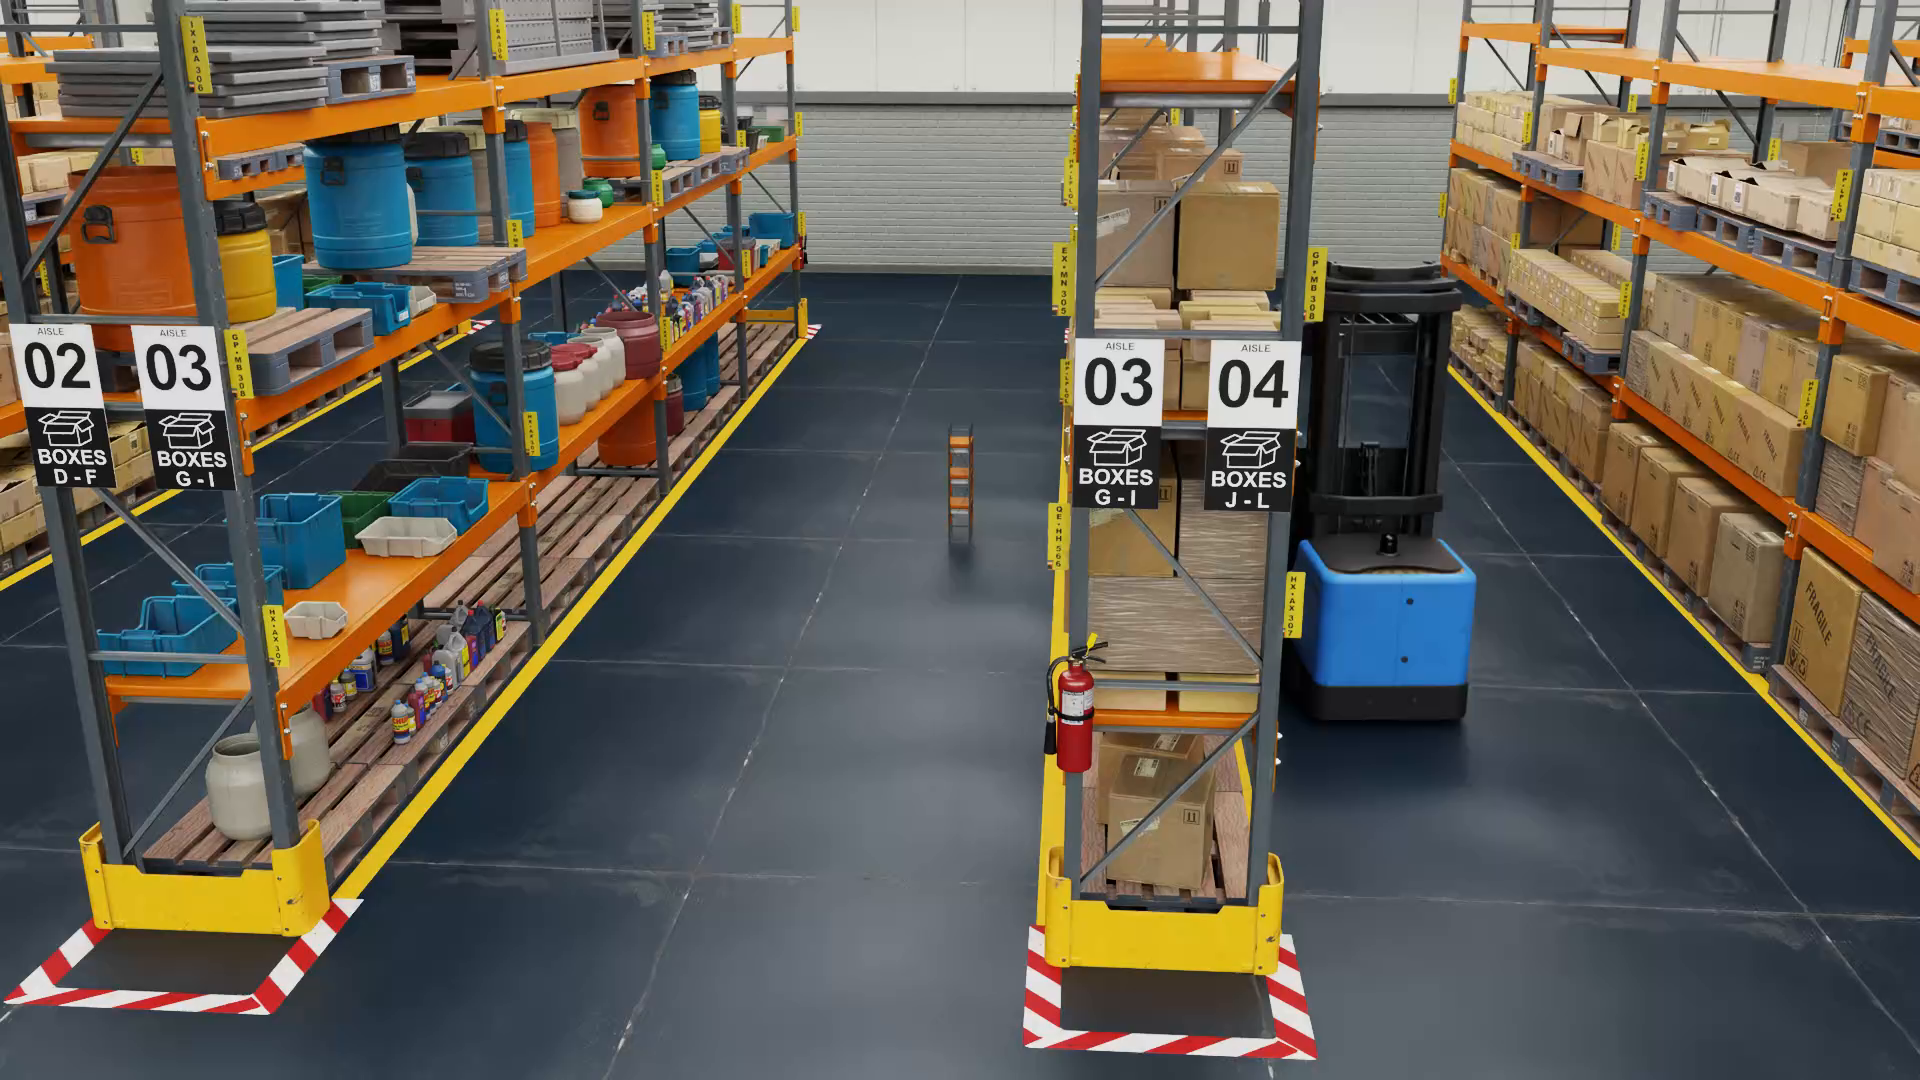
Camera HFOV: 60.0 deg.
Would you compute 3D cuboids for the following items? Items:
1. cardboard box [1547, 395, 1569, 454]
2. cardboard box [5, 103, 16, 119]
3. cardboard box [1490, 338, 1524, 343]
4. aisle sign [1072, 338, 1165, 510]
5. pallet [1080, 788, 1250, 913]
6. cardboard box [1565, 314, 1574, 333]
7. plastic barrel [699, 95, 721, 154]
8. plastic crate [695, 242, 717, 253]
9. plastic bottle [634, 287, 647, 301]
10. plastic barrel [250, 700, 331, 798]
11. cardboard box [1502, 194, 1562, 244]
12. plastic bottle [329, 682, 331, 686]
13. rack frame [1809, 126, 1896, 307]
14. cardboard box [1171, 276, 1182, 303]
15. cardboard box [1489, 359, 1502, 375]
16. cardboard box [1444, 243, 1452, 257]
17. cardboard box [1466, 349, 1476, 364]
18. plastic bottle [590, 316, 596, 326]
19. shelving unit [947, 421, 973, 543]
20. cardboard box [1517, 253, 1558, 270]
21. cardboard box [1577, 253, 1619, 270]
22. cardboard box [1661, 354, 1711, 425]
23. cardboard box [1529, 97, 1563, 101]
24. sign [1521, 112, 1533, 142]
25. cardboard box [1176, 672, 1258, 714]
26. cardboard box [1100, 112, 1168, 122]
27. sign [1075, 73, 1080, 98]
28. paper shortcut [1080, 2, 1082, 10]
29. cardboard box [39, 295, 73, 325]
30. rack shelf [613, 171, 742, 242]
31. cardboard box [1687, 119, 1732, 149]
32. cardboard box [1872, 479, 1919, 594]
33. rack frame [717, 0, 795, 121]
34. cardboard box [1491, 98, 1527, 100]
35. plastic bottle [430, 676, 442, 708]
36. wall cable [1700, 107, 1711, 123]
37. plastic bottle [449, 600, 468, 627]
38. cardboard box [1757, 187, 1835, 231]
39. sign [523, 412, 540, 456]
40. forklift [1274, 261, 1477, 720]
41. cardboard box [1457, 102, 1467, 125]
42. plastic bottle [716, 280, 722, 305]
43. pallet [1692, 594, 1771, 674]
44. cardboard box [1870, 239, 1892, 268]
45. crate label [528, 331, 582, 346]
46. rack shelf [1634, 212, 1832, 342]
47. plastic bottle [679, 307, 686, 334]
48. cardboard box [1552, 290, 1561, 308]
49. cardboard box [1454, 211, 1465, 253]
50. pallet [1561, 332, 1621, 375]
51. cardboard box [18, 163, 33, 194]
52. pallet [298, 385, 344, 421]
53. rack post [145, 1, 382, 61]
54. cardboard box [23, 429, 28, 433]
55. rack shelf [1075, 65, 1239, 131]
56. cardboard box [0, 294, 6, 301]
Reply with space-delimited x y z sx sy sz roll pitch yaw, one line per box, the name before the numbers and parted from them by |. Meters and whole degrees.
cardboard box | 6.378 -1.186 17.066 0.500 0.500 0.500 0 18 1
cardboard box | -12.554 -5.482 21.425 0.500 0.250 0.500 1 18 2
cardboard box | 6.667 -2.361 20.261 0.380 0.149 0.250 2 18 6
aisle sign | 0.712 -0.519 7.514 0.394 0.787 0.004 1 18 4
pallet | 1.114 1.754 9.231 1.003 0.211 1.213 1 18 4
cardboard box | 6.165 -2.117 16.294 0.380 0.149 0.250 1 18 3
plastic barrel | -2.928 -4.560 18.228 0.600 0.588 0.600 0 18 0
plastic crate | -3.240 -3.753 21.733 0.416 0.233 0.300 1 18 4
plastic bottle | -3.544 -2.652 18.398 0.152 0.276 0.135 1 18 4
plastic barrel | -3.918 1.214 9.721 0.421 0.512 0.421 0 18 0
cardboard box | 6.579 -3.697 19.144 0.500 0.500 0.500 1 18 2
plastic bottle | -4.175 0.978 10.790 0.152 0.276 0.135 1 18 2
rack frame | 12.047 -4.044 22.448 1.000 3.000 0.127 1 18 4
cardboard box | 1.364 -1.402 9.167 0.380 0.149 0.250 1 18 3
cardboard box | 6.528 -2.056 19.807 0.380 0.149 0.250 0 18 1
cardboard box | 6.752 -3.911 22.444 0.380 0.149 0.250 1 18 3
cardboard box | 6.648 -2.332 21.126 0.380 0.149 0.250 1 18 4
plastic bottle | -3.691 -2.133 16.821 0.097 0.271 0.097 0 18 0
shelving unit | 0.004 -0.516 14.810 0.215 1.050 0.252 1 18 4
cardboard box | 6.315 -3.045 18.172 0.380 0.149 0.250 2 18 5
cardboard box | 6.963 -3.031 18.130 0.380 0.149 0.250 1 18 2
cardboard box | 6.157 -1.238 13.724 0.500 0.500 0.500 1 18 4
cardboard box | 7.248 -5.398 20.559 0.380 0.149 0.250 2 18 5
sign | 6.274 -4.562 18.380 0.100 0.325 0.005 1 18 4
cardboard box | 1.274 0.740 8.250 0.380 0.149 0.250 1 18 4
cardboard box | 1.714 -4.090 16.929 0.797 0.503 0.637 1 18 3
sign | 1.609 -6.158 22.551 0.100 0.325 0.005 1 18 4
paper shortcut | 1.160 -5.120 15.872 0.009 0.170 0.078 11 -13 1
cardboard box | -12.681 -3.077 22.838 0.700 0.500 0.500 1 18 2
rack shelf | -3.208 -3.596 17.418 1.077 0.370 4.000 1 18 4
cardboard box | 6.870 -3.755 15.358 0.396 0.266 0.258 1 18 4
cardboard box | 6.055 -0.016 9.915 0.875 0.550 0.550 1 18 4
rack frame | -2.778 -7.227 22.526 1.000 3.000 0.127 1 18 4
cardboard box | 6.711 -5.327 20.344 0.380 0.149 0.250 2 18 6
plastic bottle | -3.445 0.990 10.873 0.097 0.201 0.097 0 18 0
wall cable | 12.428 -6.294 27.631 0.585 1.953 0.123 1 18 4
plastic bottle | -3.541 0.604 11.810 0.144 0.351 0.185 1 18 4
cardboard box | 6.111 -2.386 11.976 0.500 0.250 0.500 1 18 3
sign | -3.090 -0.765 11.995 0.100 0.325 0.005 1 18 4
forklift | 2.841 -0.602 12.054 1.130 2.935 3.031 0 18 -1
cardboard box | 6.811 -5.581 21.760 0.500 0.250 0.500 2 18 5
plastic bottle | -2.797 -2.832 18.946 0.152 0.276 0.135 1 18 4
pallet | 6.222 0.688 12.486 1.003 0.211 1.213 1 18 4
cardboard box | 5.860 -1.763 10.239 0.380 0.149 0.250 1 18 4
crate label | -3.692 -1.606 14.949 0.502 0.435 0.616 1 18 4
rack shelf | 6.385 -2.101 12.856 1.077 0.370 4.000 1 18 4
plastic bottle | -2.896 -2.280 17.270 0.097 0.271 0.097 0 18 0
cardboard box | 6.200 -2.424 16.756 0.380 0.149 0.250 2 18 5
cardboard box | 6.782 -4.012 21.712 0.500 0.500 0.500 1 18 4
pallet | 6.474 -1.771 15.819 1.213 0.211 1.003 1 18 4
cardboard box | -8.340 -3.074 14.236 0.500 0.250 0.500 1 18 3
pallet | -8.026 -1.667 19.671 1.003 0.211 1.213 1 18 4
rack post | -3.817 -2.824 9.211 0.937 0.300 0.954 1 18 3
cardboard box | -8.622 -1.006 16.018 0.500 0.311 0.500 2 18 6
rack shelf | 1.445 -3.478 12.885 1.077 0.370 4.000 1 18 4
cardboard box | -12.547 -3.169 22.075 0.380 0.149 0.250 1 18 2
